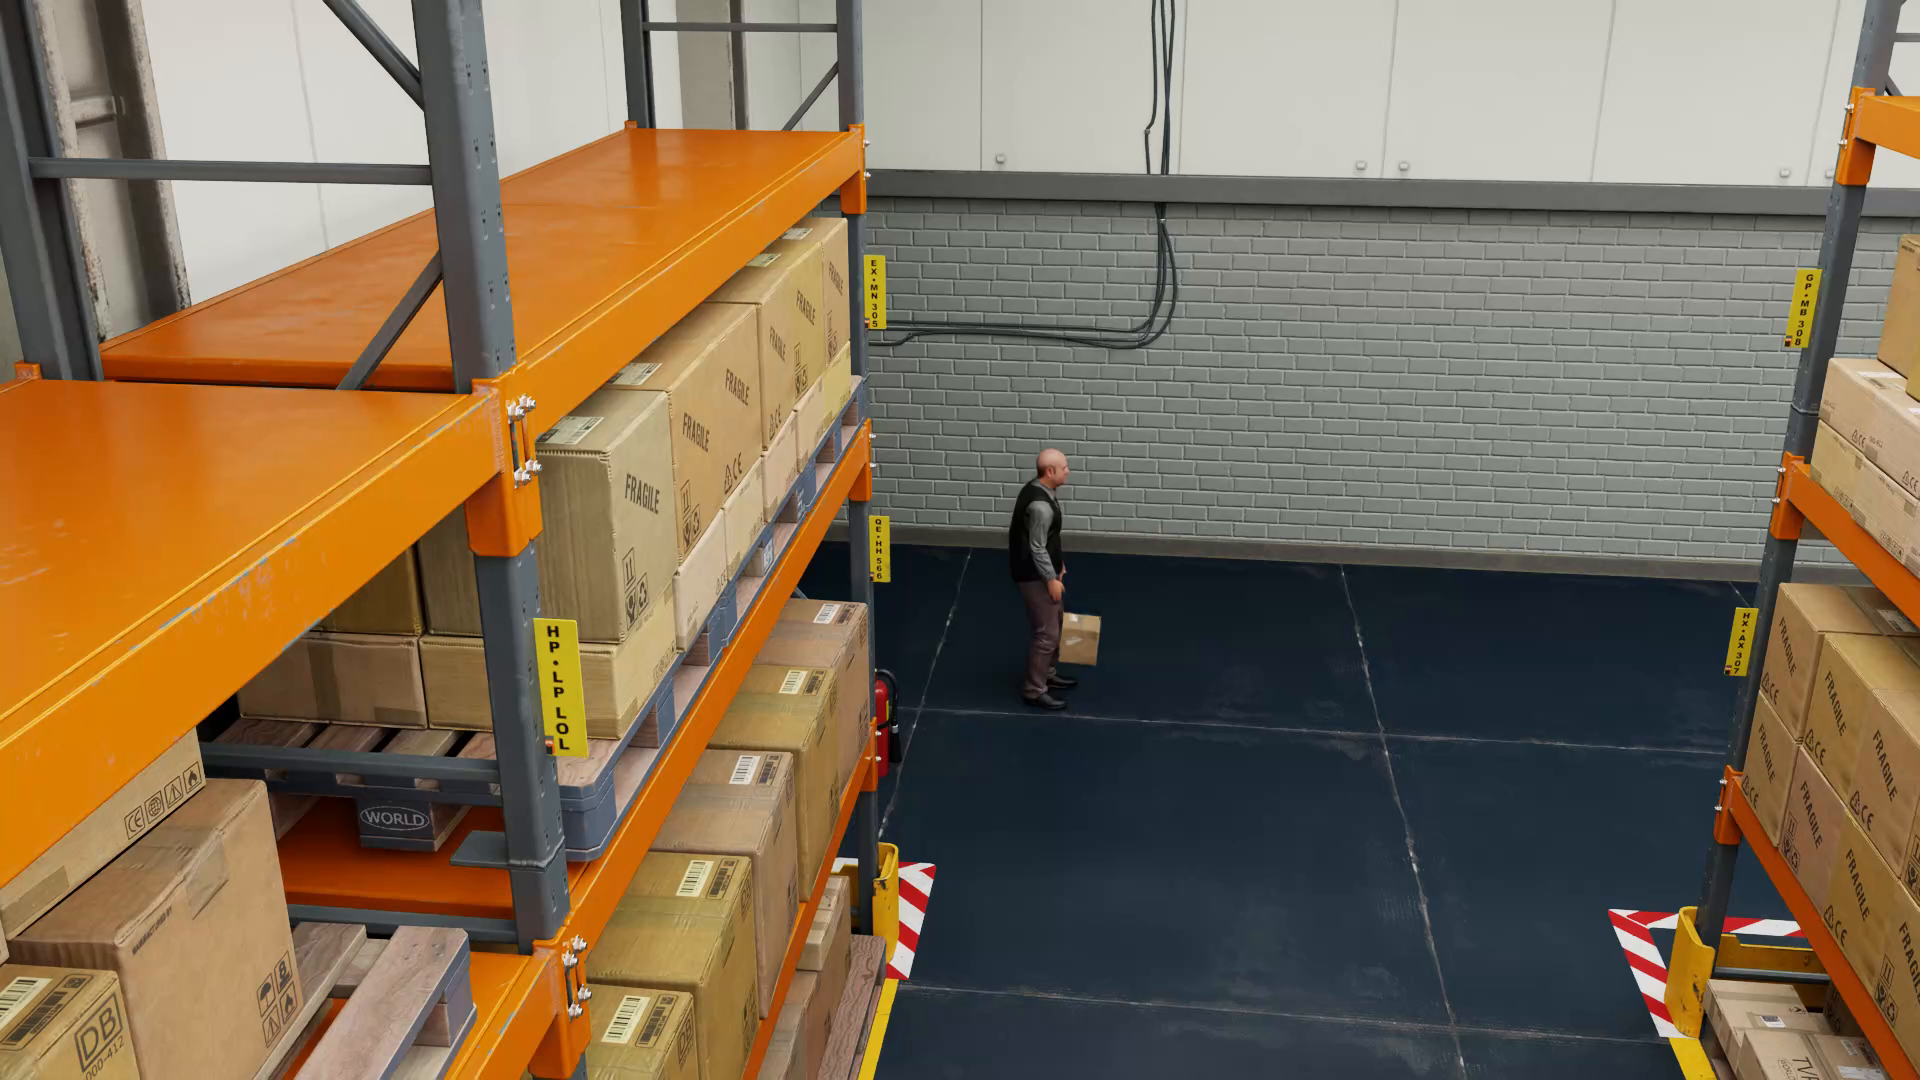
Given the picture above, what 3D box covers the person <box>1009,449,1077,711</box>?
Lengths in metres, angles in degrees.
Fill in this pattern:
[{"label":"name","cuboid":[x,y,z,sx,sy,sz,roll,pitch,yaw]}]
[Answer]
[{"label":"person","cuboid":[0.553,0.228,10.945,0.473,1.724,0.563,2,21,5]}]
